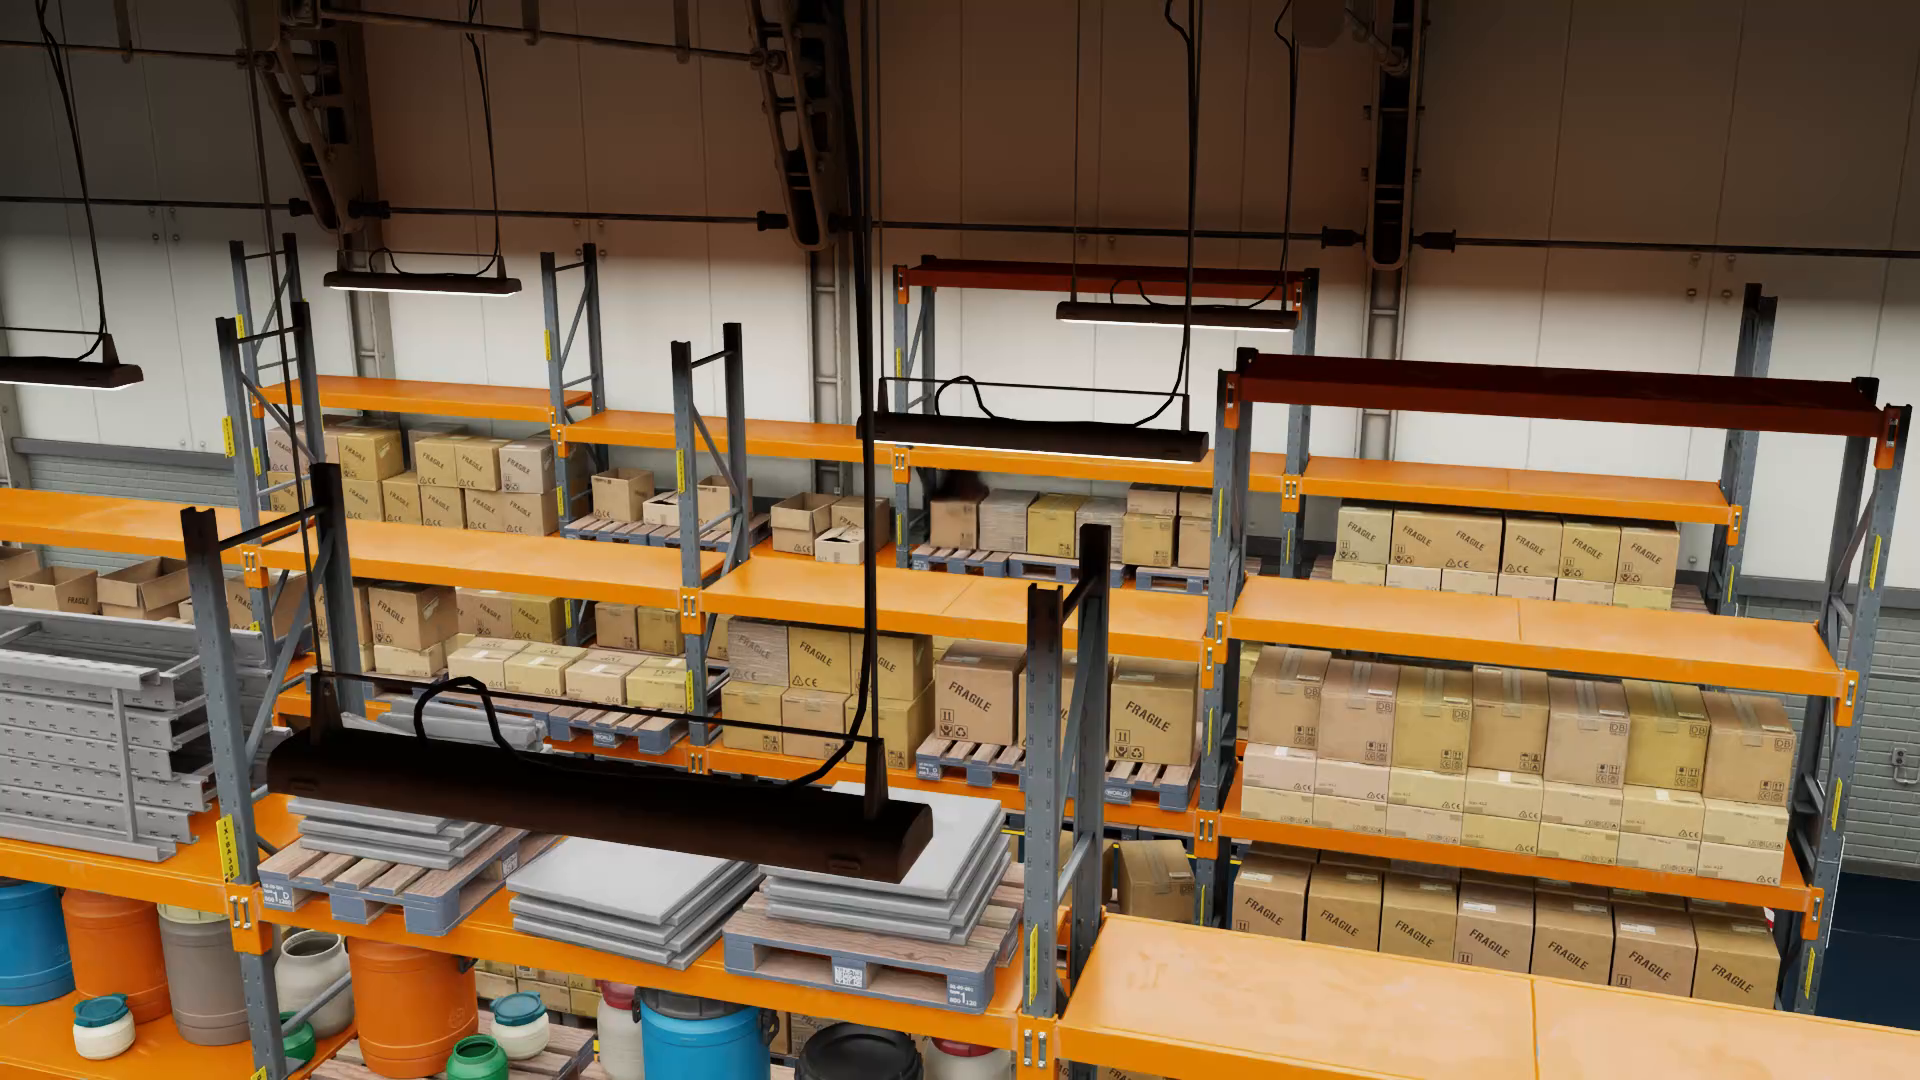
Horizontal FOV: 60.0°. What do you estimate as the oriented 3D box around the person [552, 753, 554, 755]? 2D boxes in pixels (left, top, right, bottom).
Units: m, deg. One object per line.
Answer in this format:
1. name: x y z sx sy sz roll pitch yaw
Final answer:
1. person: -4.589 2.240 17.734 0.539 1.767 0.550 -13 21 -38
